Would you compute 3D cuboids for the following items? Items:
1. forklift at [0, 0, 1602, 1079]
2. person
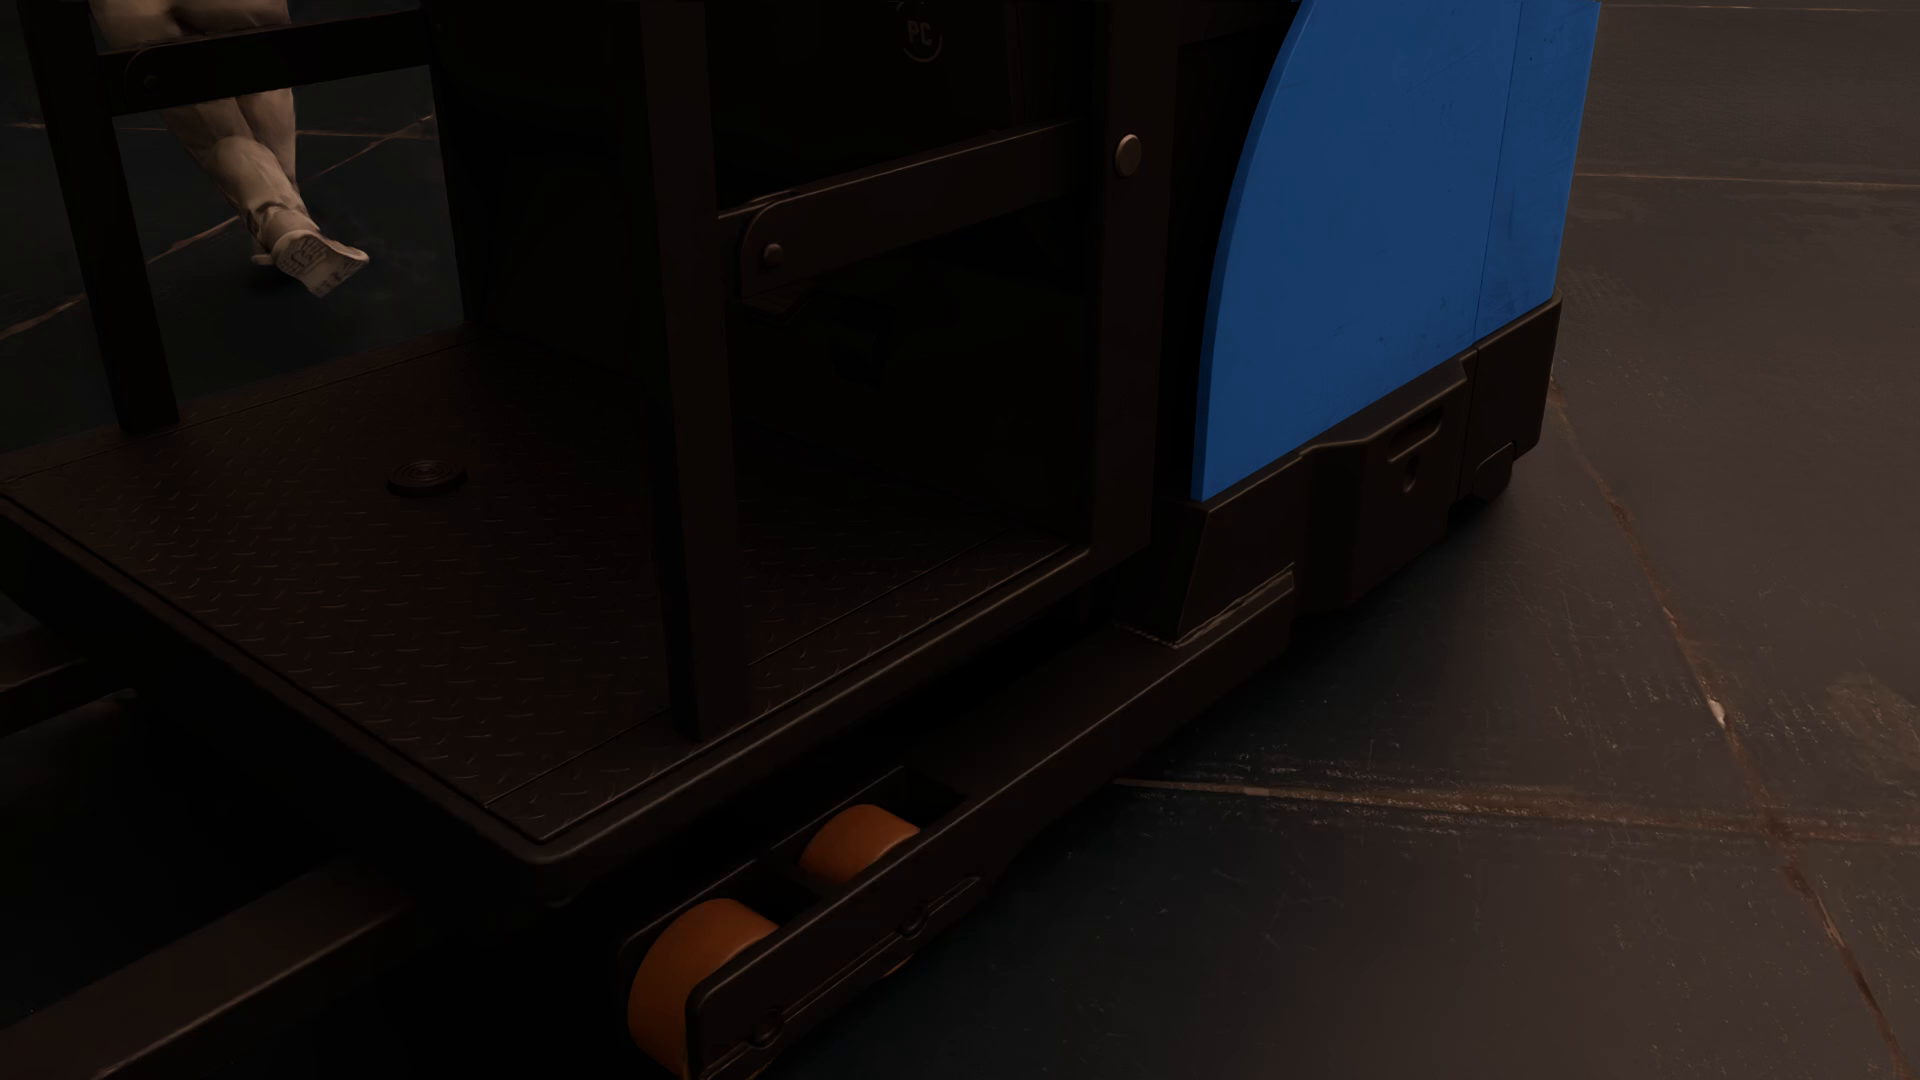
[{"bbox_3d":[-0.409,-1.070,1.361,1.130,2.935,3.031,21,33,36],"label":"forklift"},{"bbox_3d":[-1.376,-1.210,3.377,0.760,1.424,1.047,-3,27,-6],"label":"person"}]
